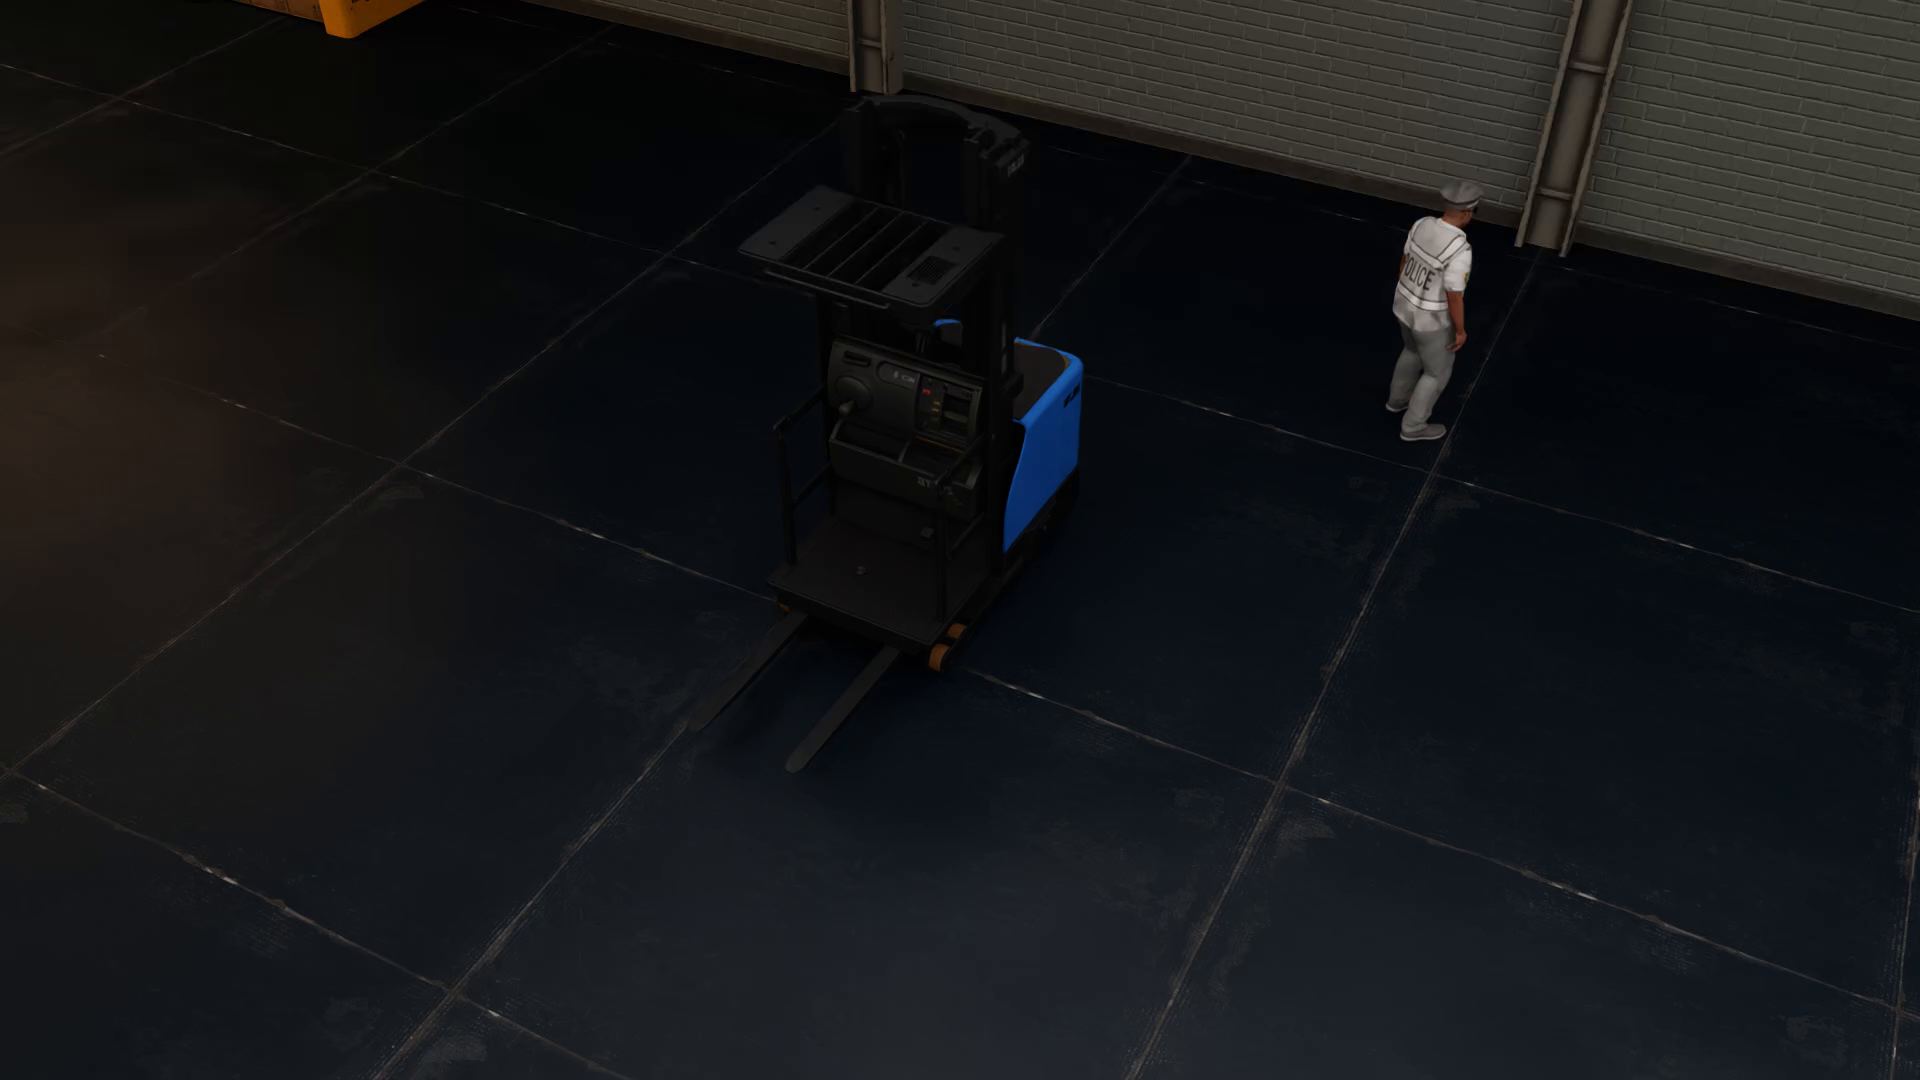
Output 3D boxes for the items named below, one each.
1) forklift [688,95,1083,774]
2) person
[{"bbox_3d":[-0.405,-0.712,8.832,1.130,2.935,3.031,20,44,22],"label":"forklift"},{"bbox_3d":[3.032,-1.452,10.646,0.478,1.759,0.600,-14,42,-16],"label":"person"}]
